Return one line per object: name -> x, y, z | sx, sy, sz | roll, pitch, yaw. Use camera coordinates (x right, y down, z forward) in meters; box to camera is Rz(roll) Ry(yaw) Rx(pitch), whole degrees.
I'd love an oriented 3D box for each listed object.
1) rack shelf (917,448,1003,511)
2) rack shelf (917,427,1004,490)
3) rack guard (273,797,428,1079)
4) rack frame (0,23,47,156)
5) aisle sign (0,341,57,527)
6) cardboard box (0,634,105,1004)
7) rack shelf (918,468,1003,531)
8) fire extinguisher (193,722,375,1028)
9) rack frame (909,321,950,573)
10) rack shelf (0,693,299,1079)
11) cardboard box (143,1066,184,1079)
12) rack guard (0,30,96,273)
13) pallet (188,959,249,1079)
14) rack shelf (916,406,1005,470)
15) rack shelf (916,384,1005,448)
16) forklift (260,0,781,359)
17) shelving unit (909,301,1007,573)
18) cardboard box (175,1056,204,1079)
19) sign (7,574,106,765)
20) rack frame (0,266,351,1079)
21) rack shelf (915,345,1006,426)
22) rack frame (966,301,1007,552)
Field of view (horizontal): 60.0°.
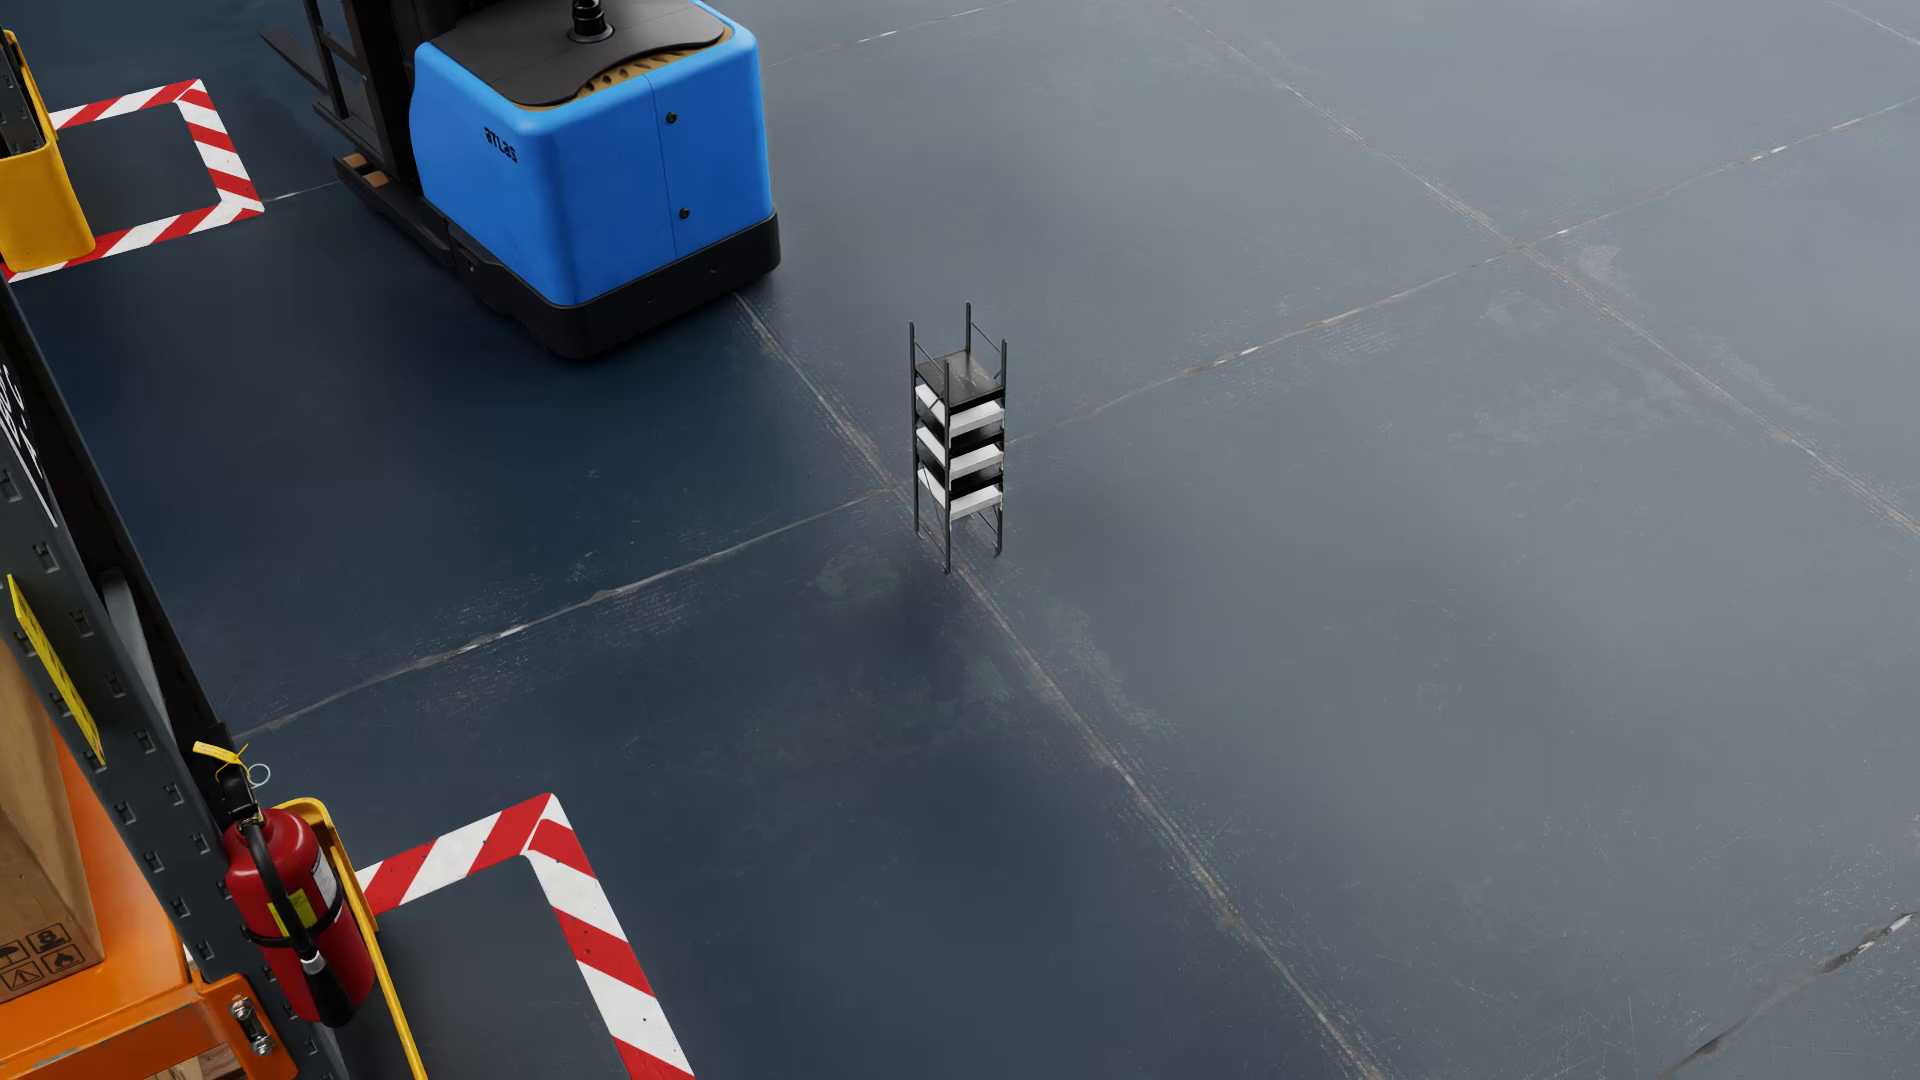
rack shelf -> -0.007, -0.232, 5.520 | 0.200, 0.077, 0.258 | -22, 48, -21
rack shelf -> -0.007, -0.296, 5.457 | 0.200, 0.077, 0.258 | -22, 48, -21
rack guard -> -1.538, 1.247, 4.106 | 0.348, 0.500, 1.175 | -22, 48, -21
rack frame -> -4.024, -2.634, 6.310 | 0.127, 3.000, 1.000 | -22, 48, -21
aisle sign -> -1.356, -0.420, 2.162 | 0.004, 0.787, 0.394 | -22, 48, -21
cardboard box -> -1.970, 0.477, 3.033 | 0.500, 0.500, 0.700 | -22, 48, -21
rack shelf -> -0.007, -0.167, 5.582 | 0.200, 0.077, 0.258 | -22, 48, -21
fire extinguisher -> -1.225, 0.626, 3.007 | 0.183, 0.674, 0.296 | -22, 48, -21
rack frame -> -0.095, -0.285, 5.397 | 0.006, 0.900, 0.240 | -22, 48, -21
rack shelf -> -3.293, 1.311, 2.762 | 4.000, 0.370, 1.077 | -22, 48, -21
cardboard box -> -1.876, 1.291, 3.400 | 0.500, 0.500, 0.500 | -22, 48, -21
rack guard -> -4.066, -1.682, 7.124 | 0.348, 0.500, 1.175 | -22, 48, -21
pallet -> -2.201, 1.650, 3.898 | 1.213, 0.211, 1.003 | -22, 48, -21
rack shelf -> -0.007, -0.361, 5.394 | 0.200, 0.077, 0.258 | -22, 48, -21
rack shelf -> -0.007, -0.425, 5.332 | 0.200, 0.077, 0.258 | -22, 48, -21
forklift -> -2.088, -2.692, 6.419 | 1.130, 2.935, 3.031 | -32, 52, -28
shelving unit -> -0.007, -0.320, 5.434 | 0.210, 0.900, 0.258 | -22, 48, -21
cardboard box -> -2.135, 1.246, 3.985 | 0.500, 0.250, 0.500 | -22, 48, -21
sign -> -1.301, 0.190, 2.398 | 0.005, 0.325, 0.100 | -22, 48, -21
rack frame -> -1.559, 0.359, 3.227 | 0.127, 3.000, 1.000 | -22, 48, -21
rack shelf -> -0.007, -0.490, 5.269 | 0.200, 0.077, 0.258 | -22, 48, -21
rack frame -> 0.081, -0.355, 5.470 | 0.006, 0.900, 0.240 | -22, 48, -21
